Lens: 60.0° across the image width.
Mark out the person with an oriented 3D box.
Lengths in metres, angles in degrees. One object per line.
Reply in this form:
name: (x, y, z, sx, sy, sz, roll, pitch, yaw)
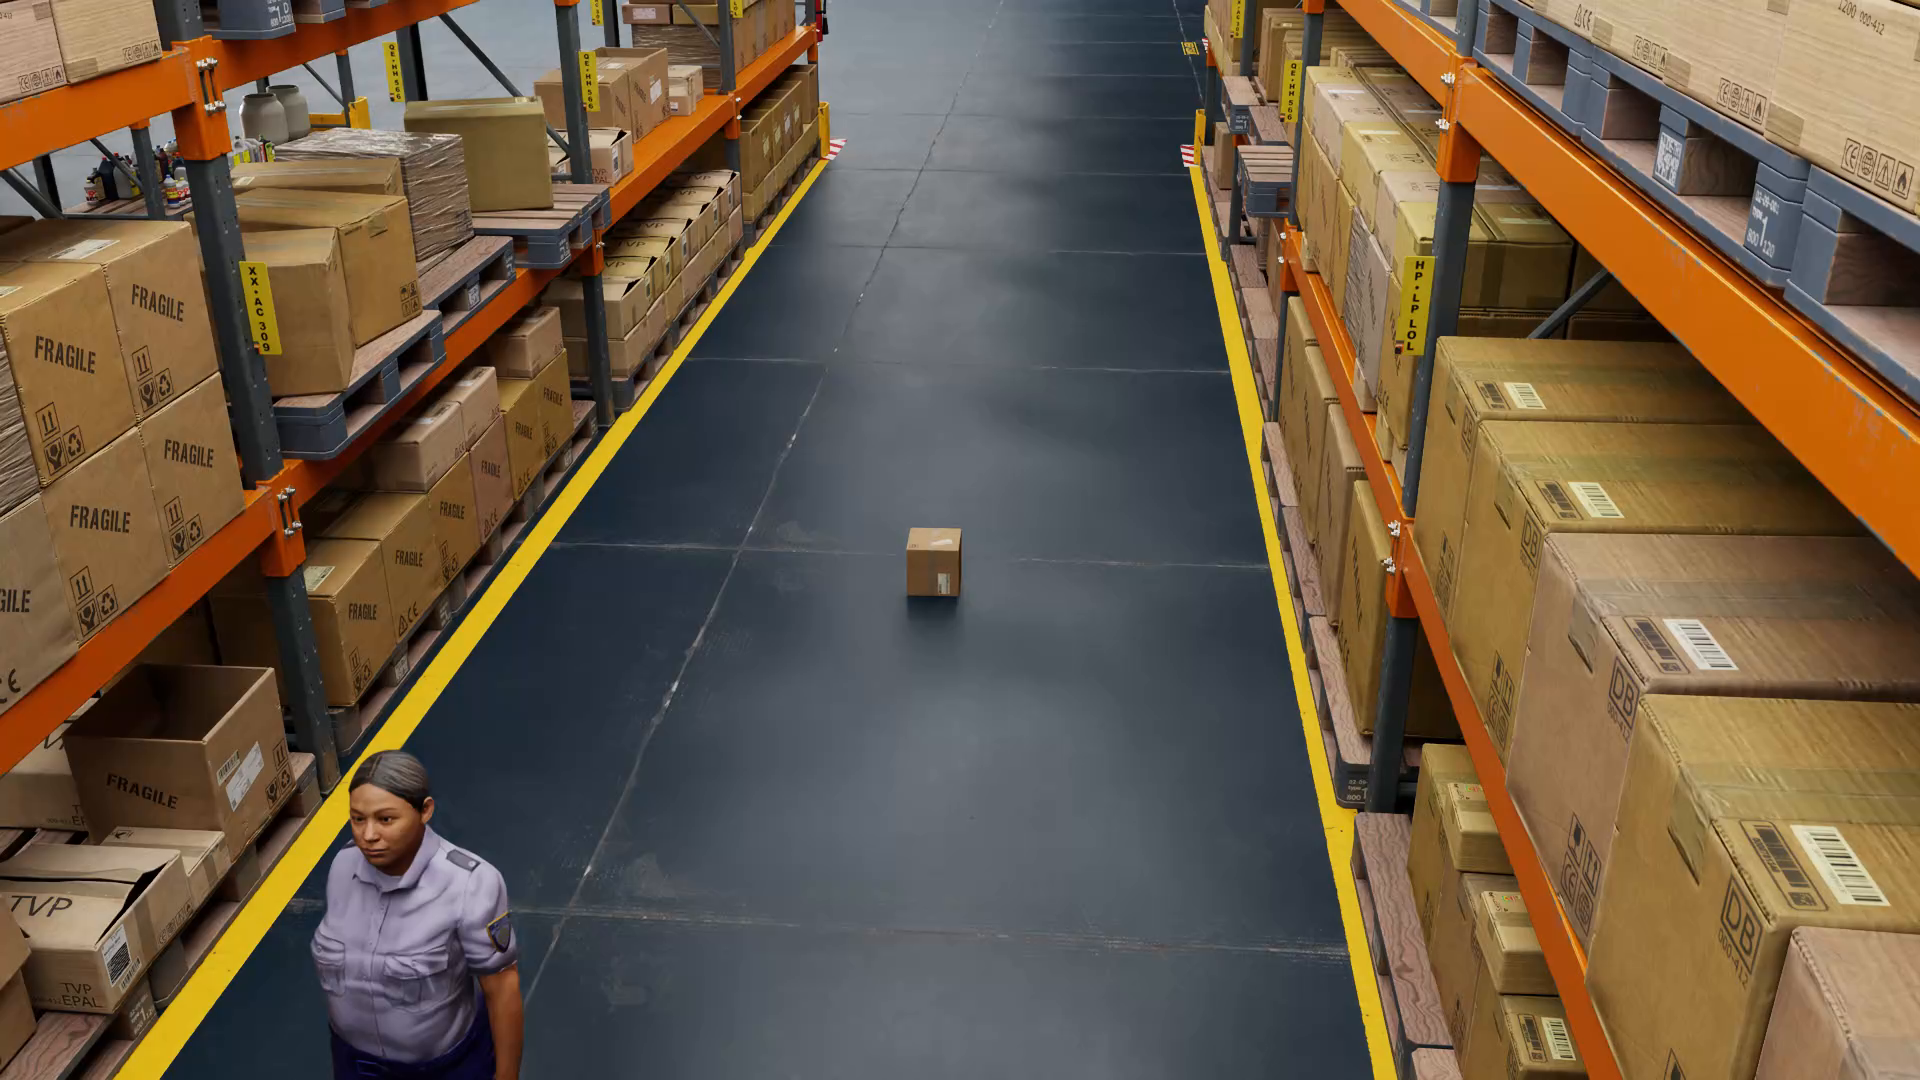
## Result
person: (-1.233, 1.213, 3.957, 0.480, 1.622, 0.713, 7, 26, 16)
